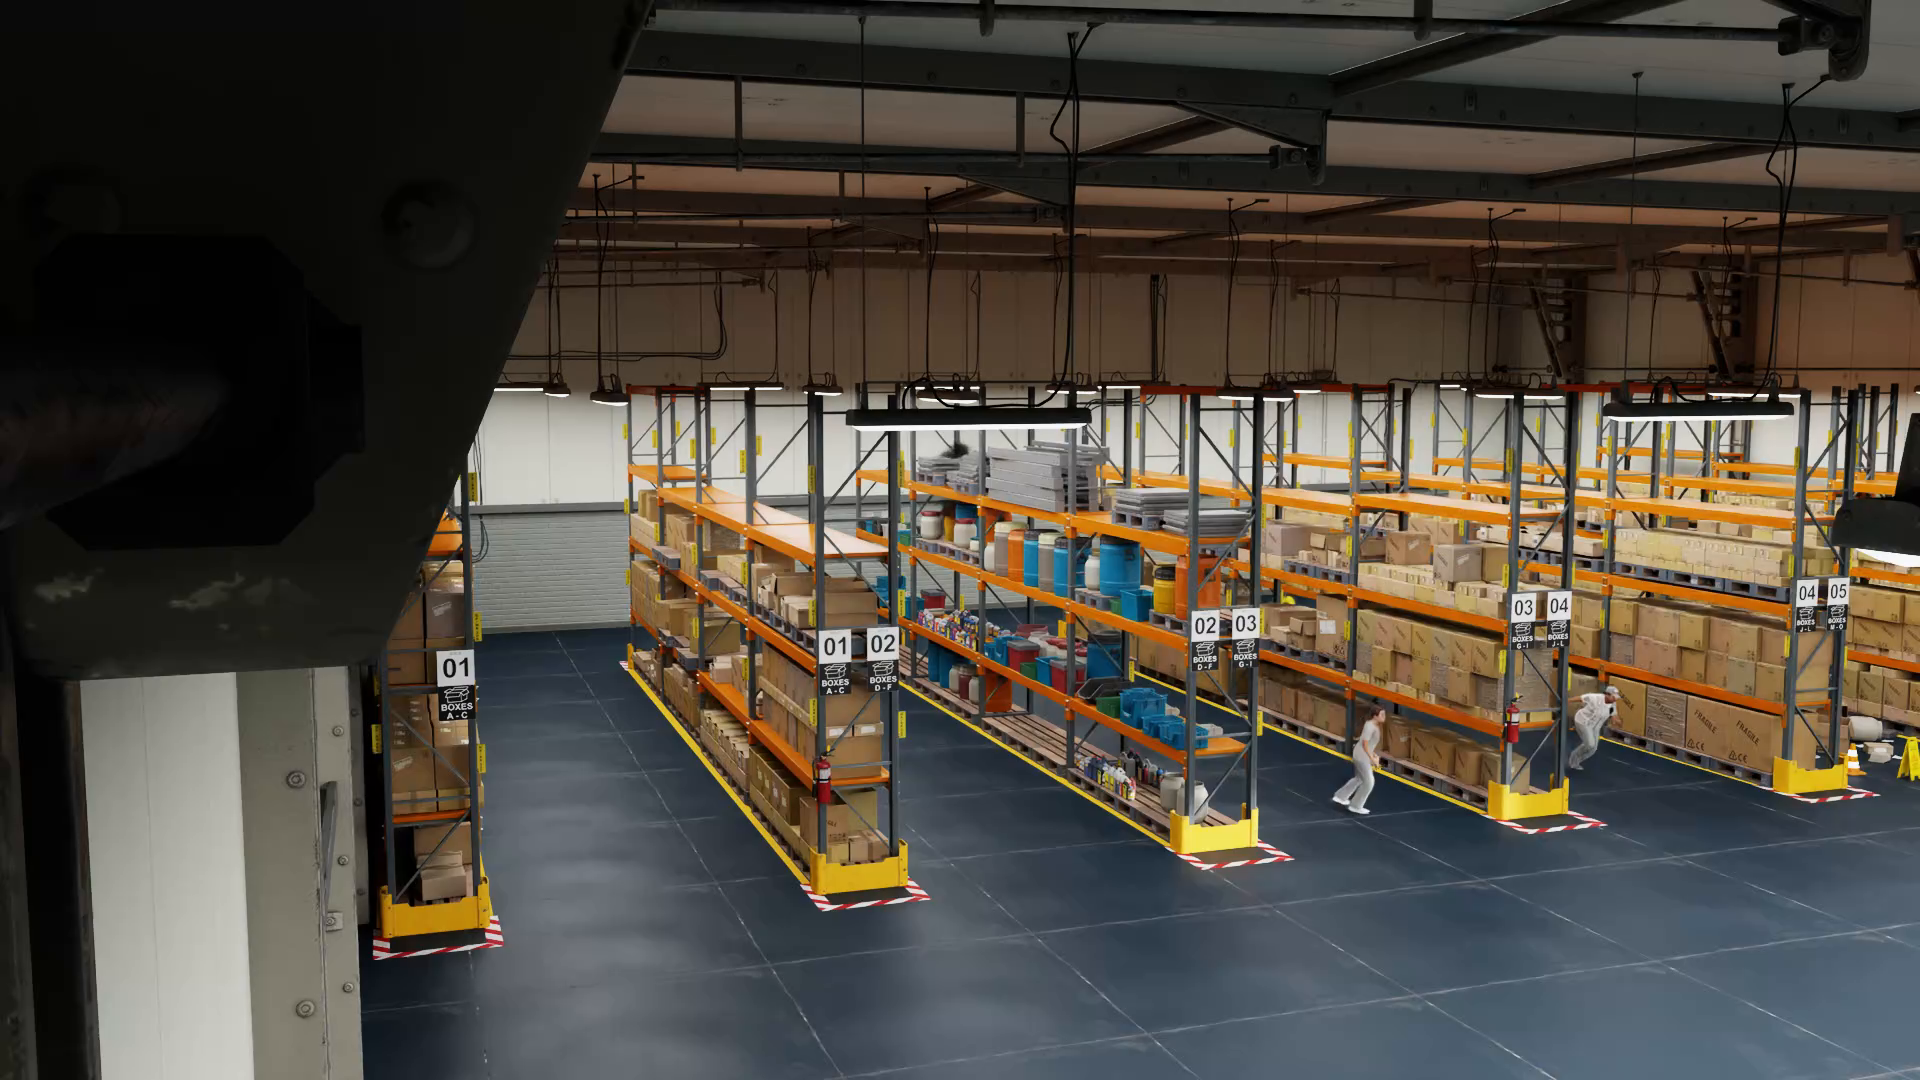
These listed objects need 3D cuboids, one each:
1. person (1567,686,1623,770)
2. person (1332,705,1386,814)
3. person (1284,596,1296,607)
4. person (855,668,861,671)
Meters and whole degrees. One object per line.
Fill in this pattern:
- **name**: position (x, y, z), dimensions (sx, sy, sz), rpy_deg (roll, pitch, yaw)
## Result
- **person**: position (9.912, 2.939, 25.985), dimensions (0.623, 1.417, 0.950), rpy_deg (-2, 6, -21)
- **person**: position (5.671, 3.108, 23.645), dimensions (0.740, 1.607, 0.568), rpy_deg (2, 6, 20)
- **person**: position (6.613, 1.968, 34.414), dimensions (0.749, 1.717, 1.041), rpy_deg (-3, 7, -25)
- **person**: position (-1.992, 2.441, 30.689), dimensions (0.577, 1.441, 0.841), rpy_deg (-4, 7, -33)
